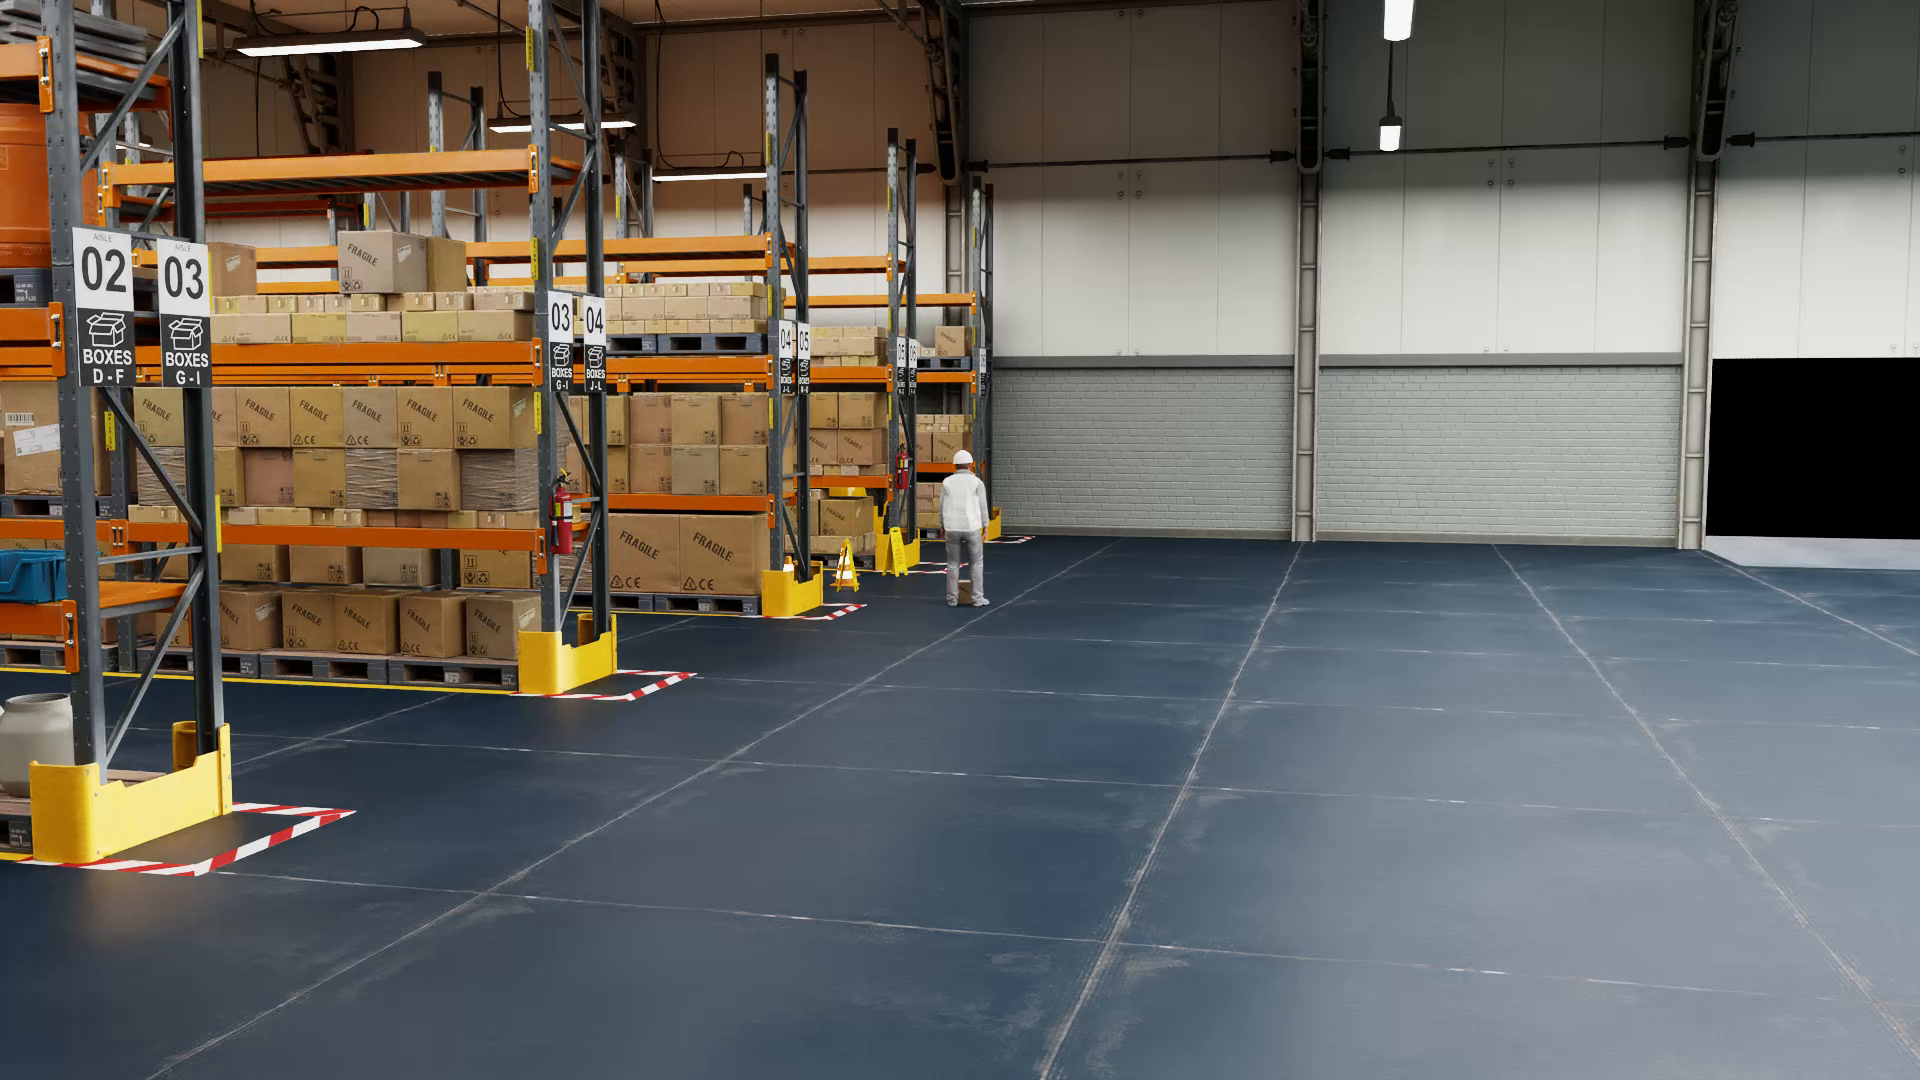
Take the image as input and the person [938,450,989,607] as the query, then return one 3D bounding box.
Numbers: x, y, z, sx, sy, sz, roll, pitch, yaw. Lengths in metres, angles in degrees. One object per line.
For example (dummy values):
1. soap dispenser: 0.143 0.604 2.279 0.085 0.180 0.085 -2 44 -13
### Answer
1. person: 0.041 -0.135 18.966 0.579 1.771 0.462 1 5 12
